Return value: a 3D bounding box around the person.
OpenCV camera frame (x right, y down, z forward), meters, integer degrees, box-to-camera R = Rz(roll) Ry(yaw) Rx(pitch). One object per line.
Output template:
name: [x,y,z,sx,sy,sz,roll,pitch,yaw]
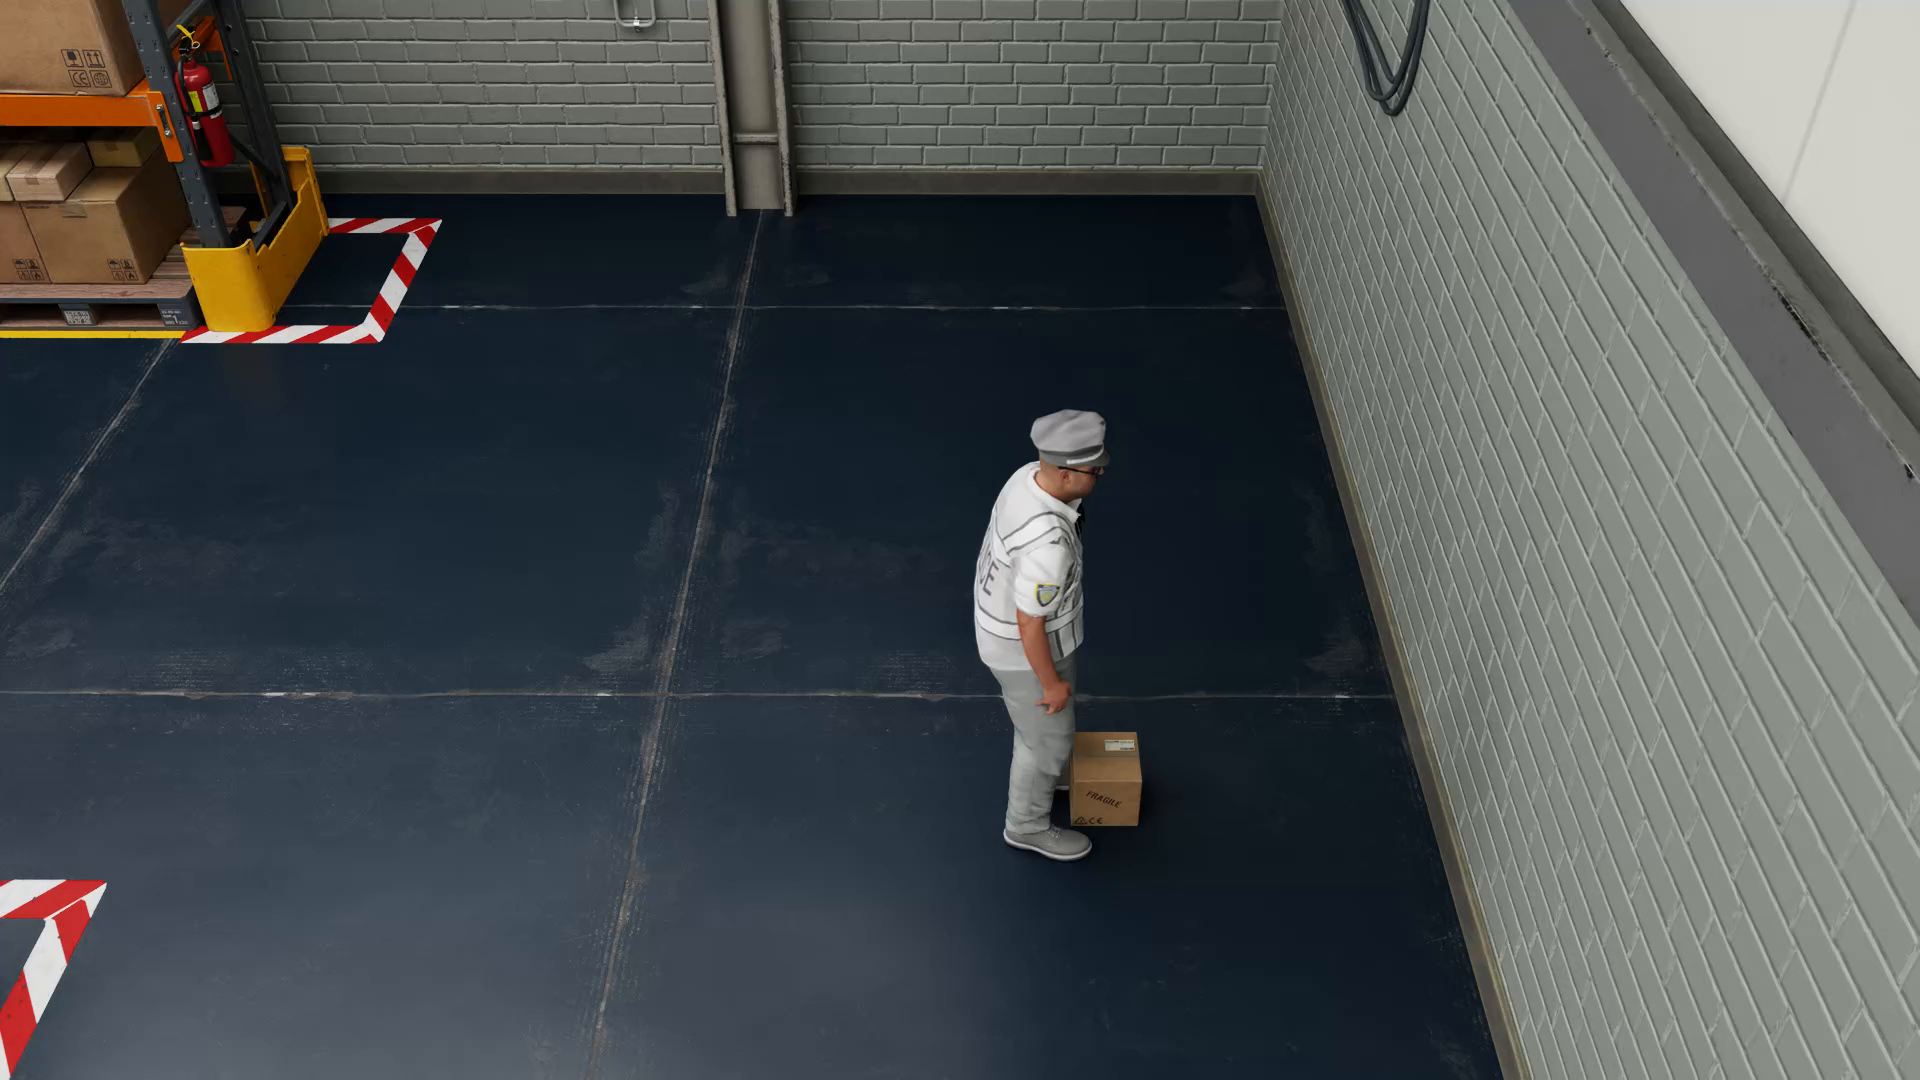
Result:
person: [0.283,0.324,5.754,0.467,1.748,0.587,0,39,0]
